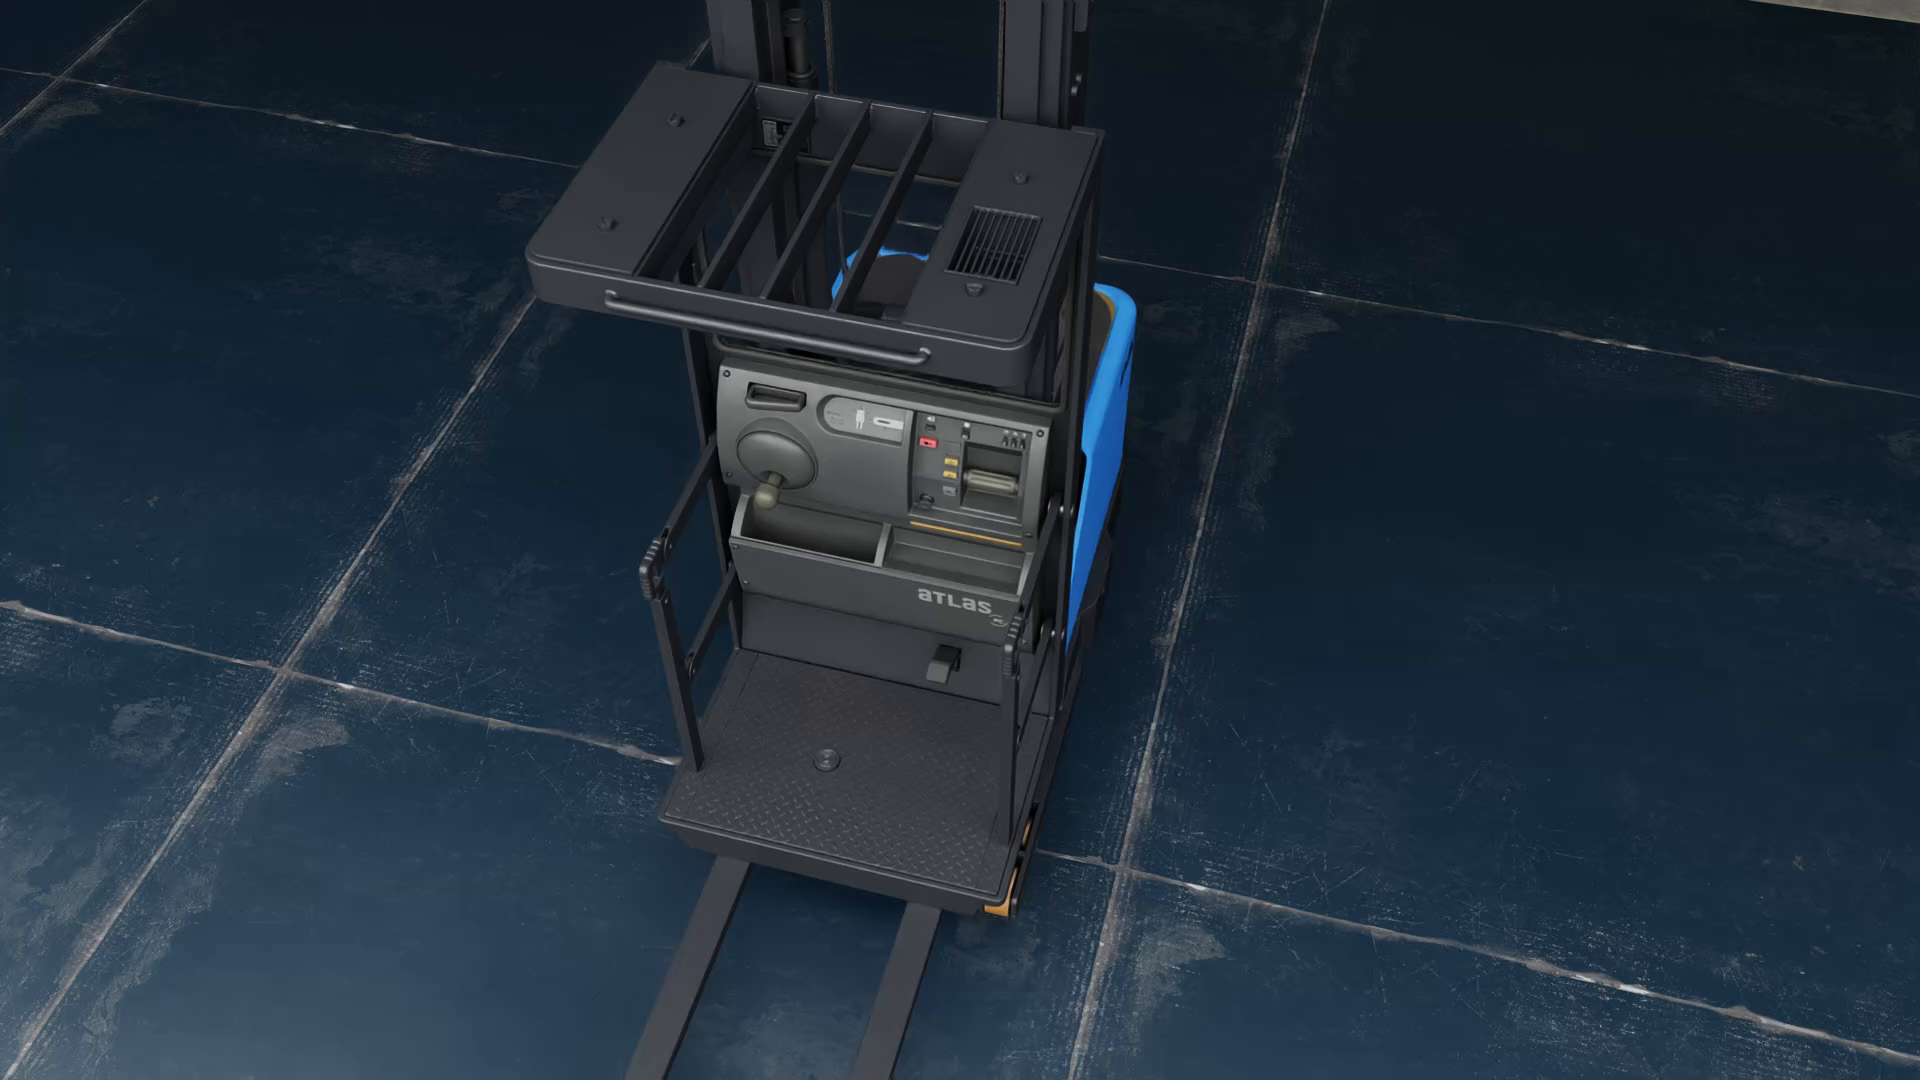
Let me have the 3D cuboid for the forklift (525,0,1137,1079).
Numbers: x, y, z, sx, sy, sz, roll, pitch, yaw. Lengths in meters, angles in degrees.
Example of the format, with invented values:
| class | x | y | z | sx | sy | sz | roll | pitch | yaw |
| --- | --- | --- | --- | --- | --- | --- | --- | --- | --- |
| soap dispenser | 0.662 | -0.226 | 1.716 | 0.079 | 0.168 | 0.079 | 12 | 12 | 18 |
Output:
| class | x | y | z | sx | sy | sz | roll | pitch | yaw |
| --- | --- | --- | --- | --- | --- | --- | --- | --- | --- |
| forklift | -0.274 | -0.128 | 4.408 | 1.130 | 2.935 | 3.031 | 12 | 50 | 10 |
